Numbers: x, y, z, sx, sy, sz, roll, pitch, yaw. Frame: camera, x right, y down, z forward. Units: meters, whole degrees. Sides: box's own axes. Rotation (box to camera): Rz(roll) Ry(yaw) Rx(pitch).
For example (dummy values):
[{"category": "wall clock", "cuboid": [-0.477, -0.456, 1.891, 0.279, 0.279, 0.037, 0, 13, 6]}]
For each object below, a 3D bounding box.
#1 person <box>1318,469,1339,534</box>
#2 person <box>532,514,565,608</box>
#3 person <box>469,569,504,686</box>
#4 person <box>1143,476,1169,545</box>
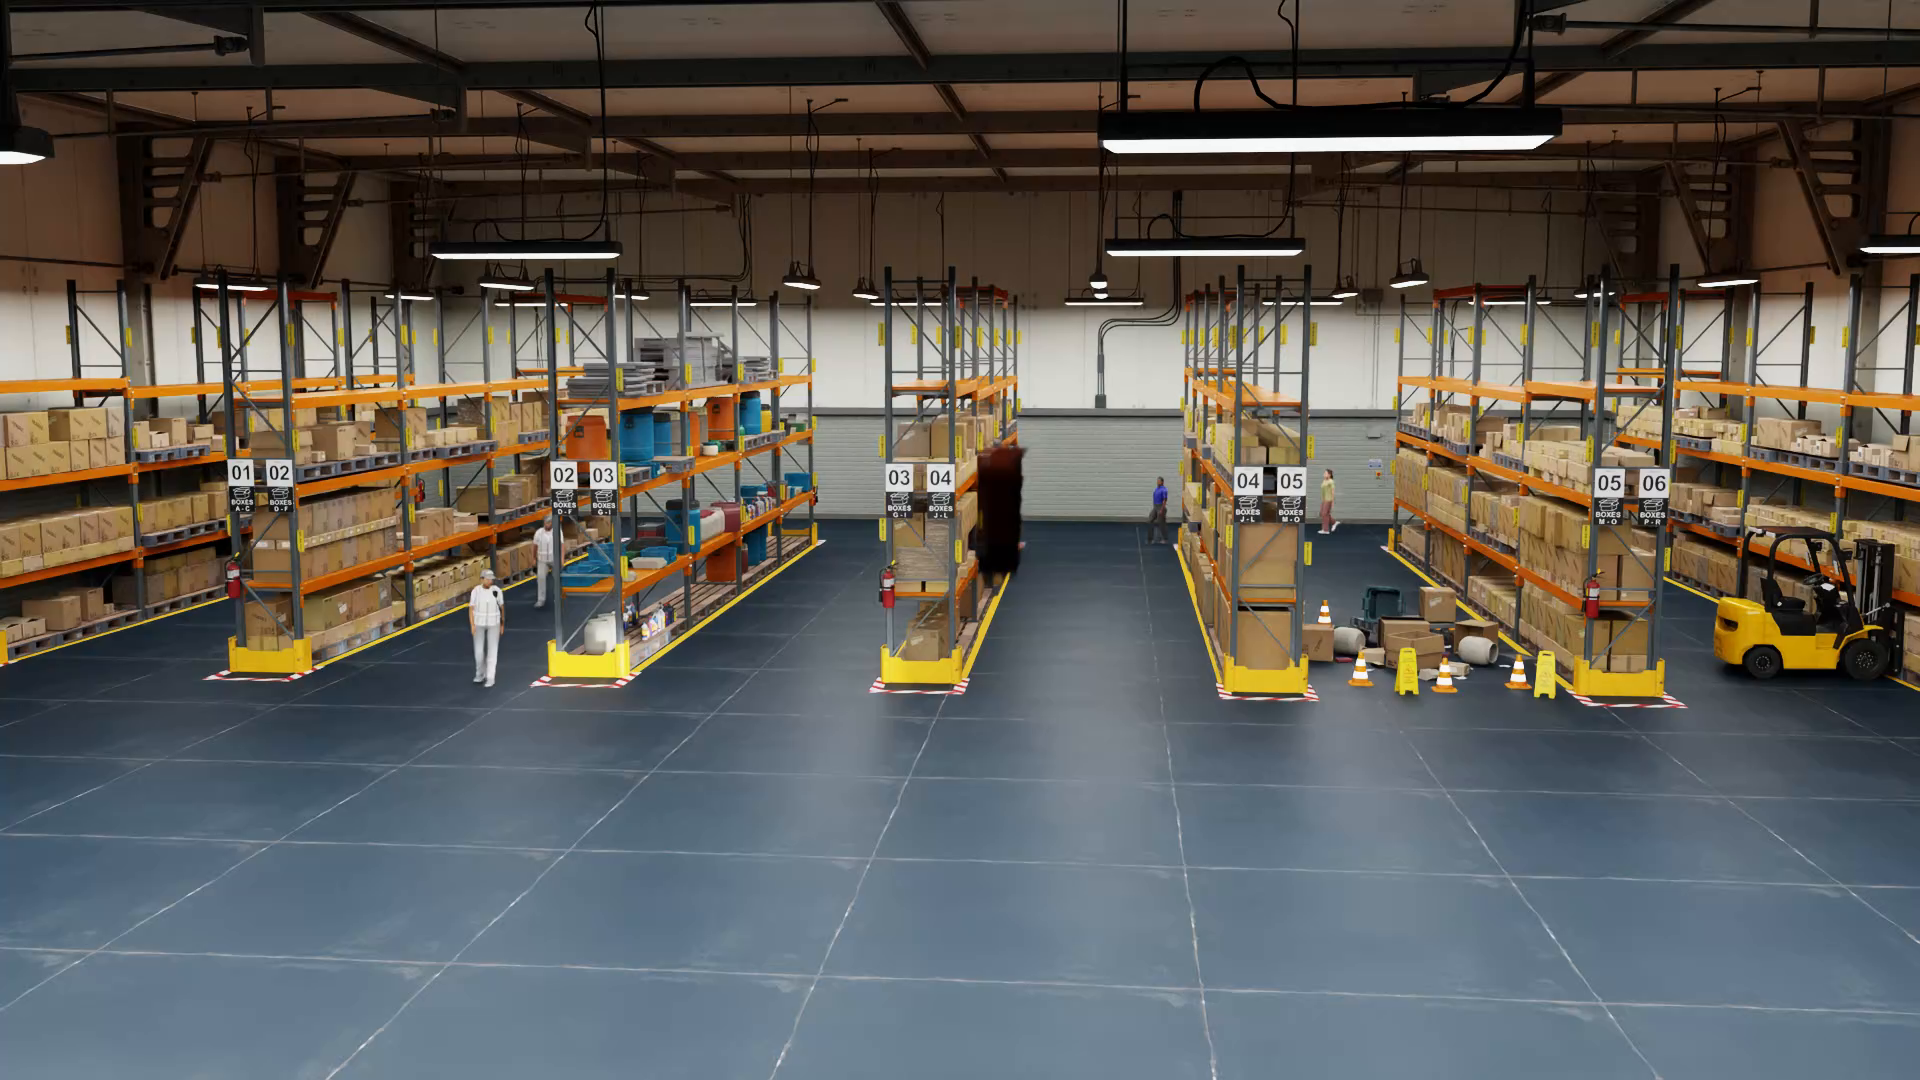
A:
[{"category": "person", "cuboid": [9.428, -0.993, 42.462, 0.593, 1.659, 0.436, -1, 7, -10]}, {"category": "person", "cuboid": [-7.716, 0.356, 31.098, 0.656, 1.701, 1.088, 0, 7, -3]}, {"category": "person", "cuboid": [-6.867, 1.257, 24.154, 0.499, 1.666, 0.586, -2, 7, -18]}, {"category": "person", "cuboid": [4.805, -0.691, 40.353, 0.602, 1.717, 0.498, -4, 8, -27]}]
